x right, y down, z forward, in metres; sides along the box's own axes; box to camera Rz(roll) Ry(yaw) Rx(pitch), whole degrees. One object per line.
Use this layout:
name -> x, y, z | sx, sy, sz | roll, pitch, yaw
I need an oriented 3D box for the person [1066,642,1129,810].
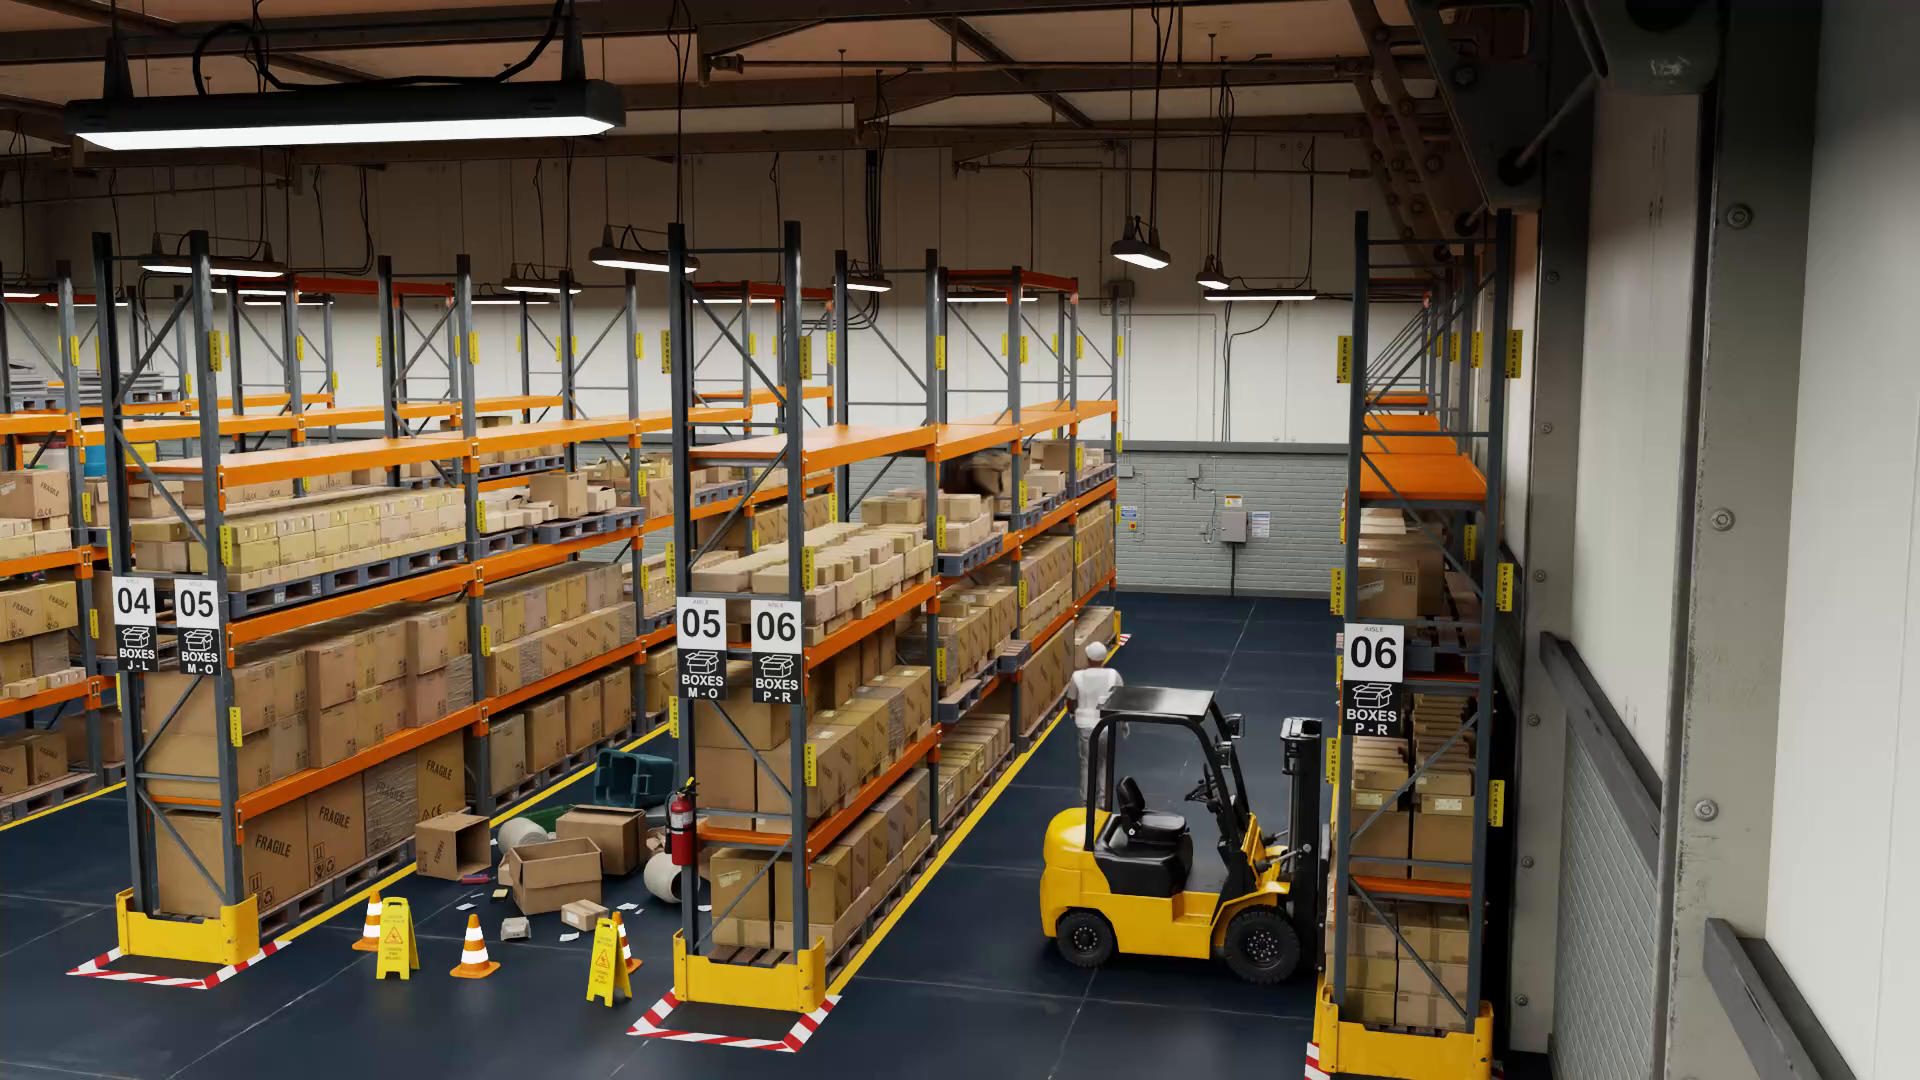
person -> 1.422, 1.976, 17.131 | 0.649, 1.883, 0.616 | 1, 7, 11
